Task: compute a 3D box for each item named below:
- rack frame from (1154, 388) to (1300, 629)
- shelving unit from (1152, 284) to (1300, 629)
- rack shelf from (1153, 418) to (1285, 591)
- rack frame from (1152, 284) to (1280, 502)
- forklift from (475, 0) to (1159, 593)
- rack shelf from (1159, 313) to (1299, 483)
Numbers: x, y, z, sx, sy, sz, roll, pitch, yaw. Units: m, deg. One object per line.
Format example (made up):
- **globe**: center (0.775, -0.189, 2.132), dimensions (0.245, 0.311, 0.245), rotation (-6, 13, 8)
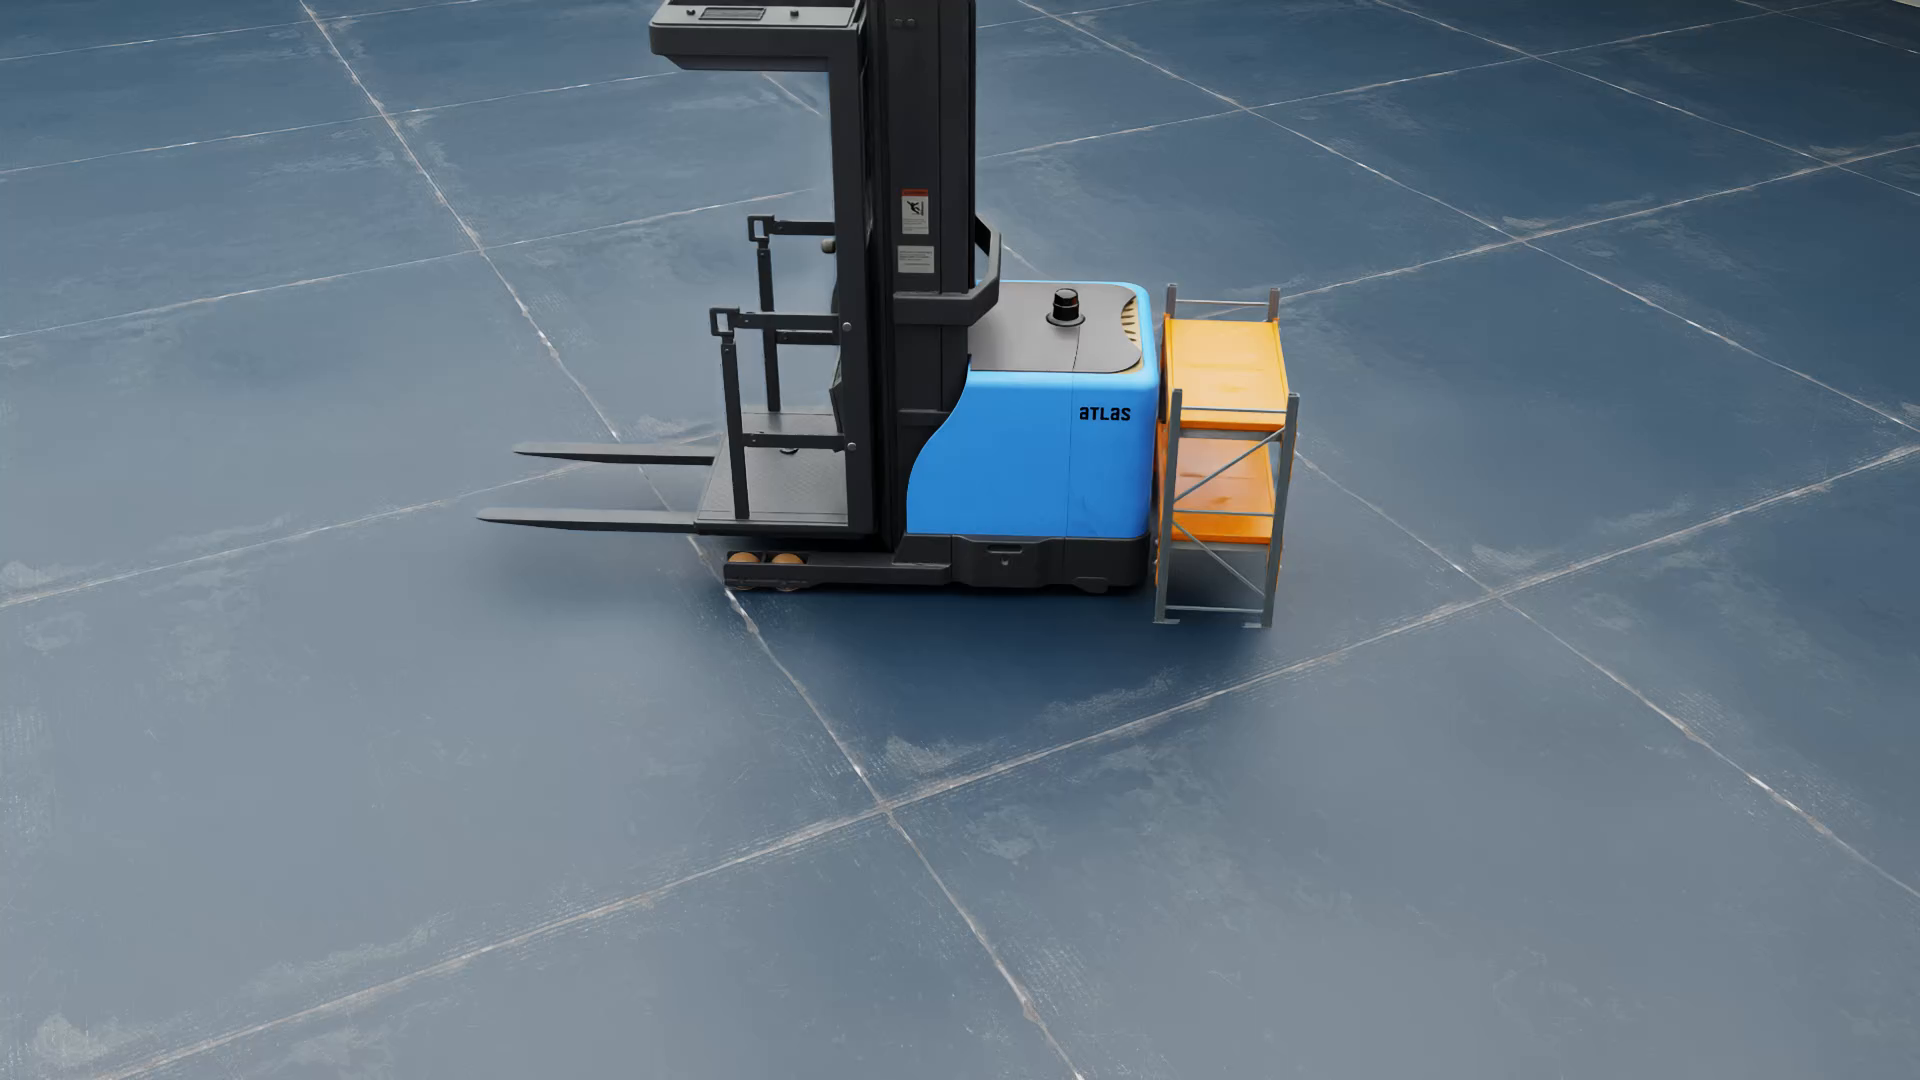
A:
- **rack frame**: center (1.090, -0.110, 6.879), dimensions (0.500, 1.125, 0.032), rotation (3, 33, 4)
- **shelving unit**: center (1.133, -0.383, 7.305), dimensions (0.538, 1.125, 1.048), rotation (3, 33, 4)
- **rack shelf**: center (1.133, -0.177, 7.437), dimensions (0.538, 0.278, 1.000), rotation (3, 33, 4)
- **rack frame**: center (1.177, -0.656, 7.731), dimensions (0.500, 1.125, 0.032), rotation (3, 33, 4)
- **forklift**: center (-0.659, -1.289, 7.045), dimensions (3.031, 2.935, 1.130), rotation (1, 33, 2)
- **rack shelf**: center (1.134, -0.630, 7.147), dimensions (0.538, 0.278, 1.000), rotation (3, 33, 4)
